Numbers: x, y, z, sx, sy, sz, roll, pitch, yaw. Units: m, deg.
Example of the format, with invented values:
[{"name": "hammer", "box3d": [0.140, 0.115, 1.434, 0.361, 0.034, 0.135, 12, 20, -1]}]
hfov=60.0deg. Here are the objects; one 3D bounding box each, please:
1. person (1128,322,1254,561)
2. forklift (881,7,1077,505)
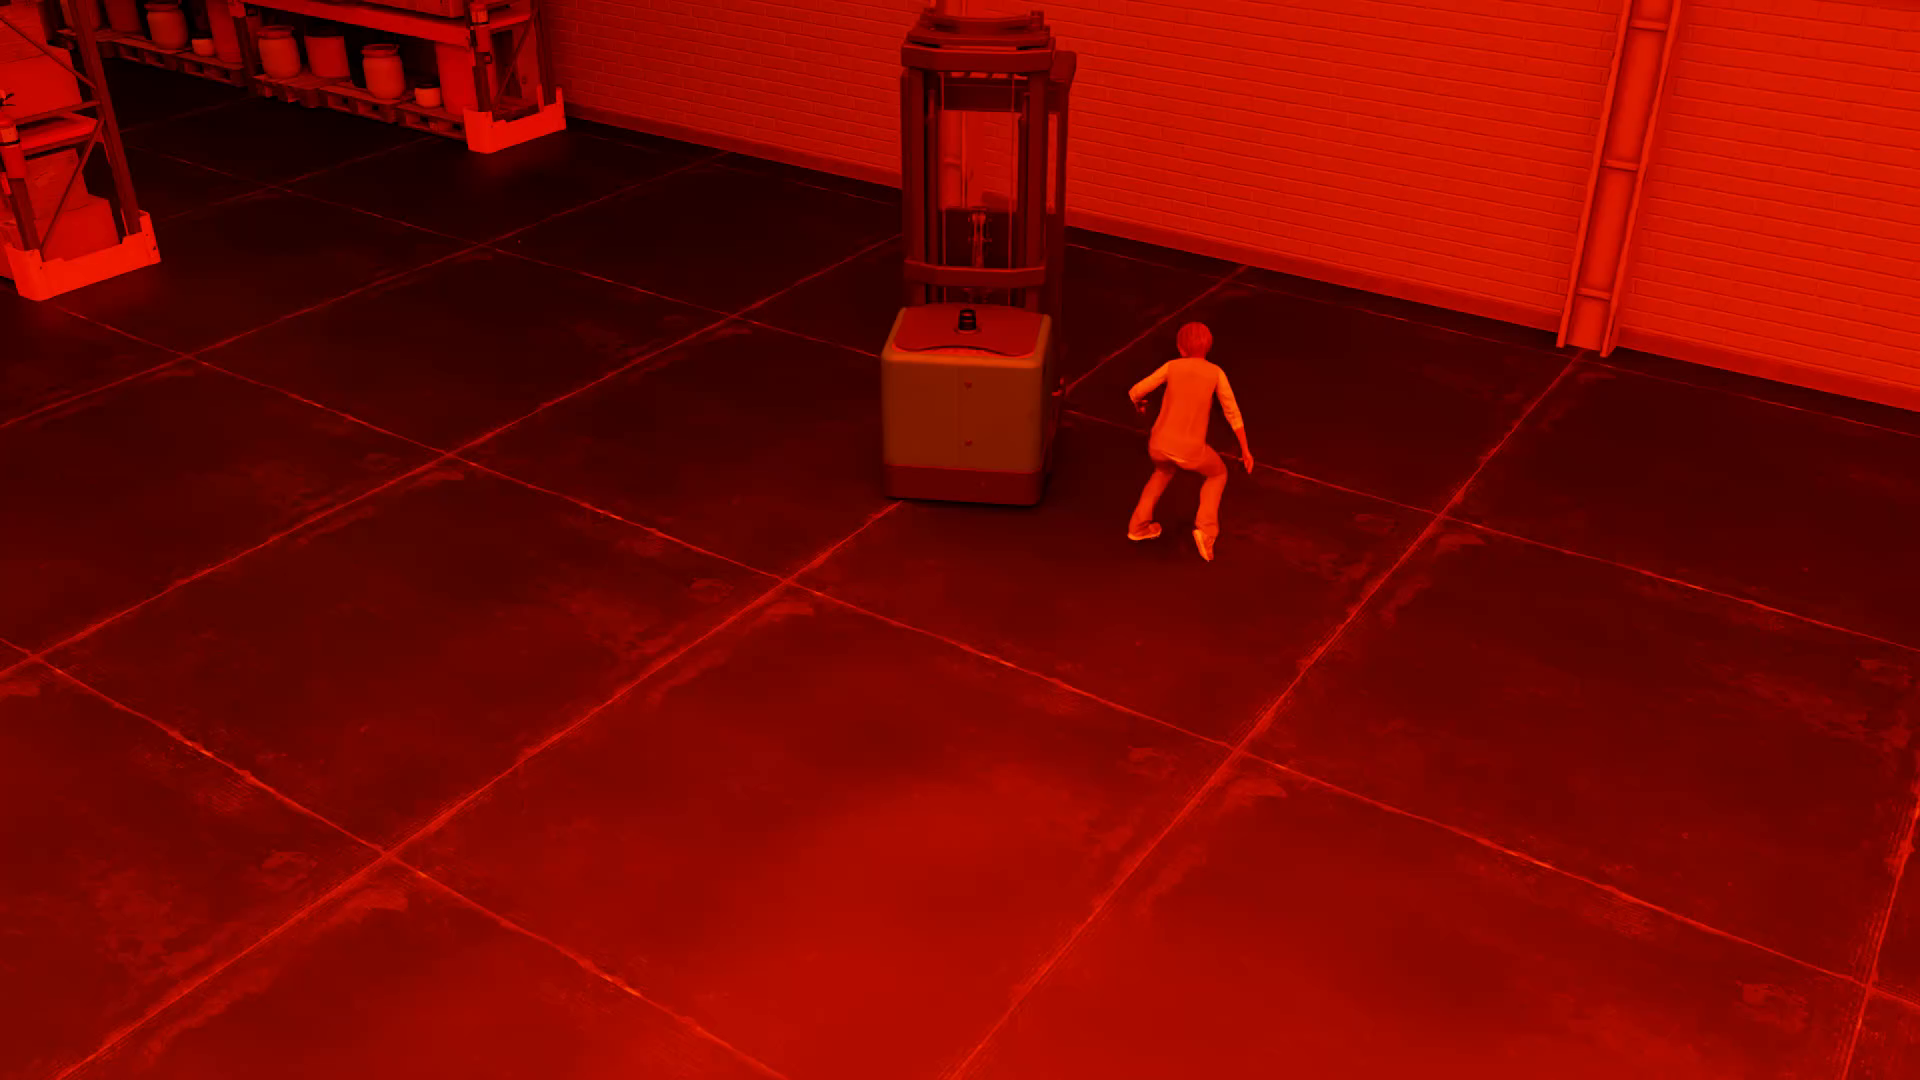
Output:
[{"name": "person", "box3d": [1.408, -0.579, 10.125, 0.851, 1.457, 0.459, 13, 33, 21]}, {"name": "forklift", "box3d": [0.191, -2.209, 11.386, 1.130, 2.935, 3.031, 4, 30, 6]}]
